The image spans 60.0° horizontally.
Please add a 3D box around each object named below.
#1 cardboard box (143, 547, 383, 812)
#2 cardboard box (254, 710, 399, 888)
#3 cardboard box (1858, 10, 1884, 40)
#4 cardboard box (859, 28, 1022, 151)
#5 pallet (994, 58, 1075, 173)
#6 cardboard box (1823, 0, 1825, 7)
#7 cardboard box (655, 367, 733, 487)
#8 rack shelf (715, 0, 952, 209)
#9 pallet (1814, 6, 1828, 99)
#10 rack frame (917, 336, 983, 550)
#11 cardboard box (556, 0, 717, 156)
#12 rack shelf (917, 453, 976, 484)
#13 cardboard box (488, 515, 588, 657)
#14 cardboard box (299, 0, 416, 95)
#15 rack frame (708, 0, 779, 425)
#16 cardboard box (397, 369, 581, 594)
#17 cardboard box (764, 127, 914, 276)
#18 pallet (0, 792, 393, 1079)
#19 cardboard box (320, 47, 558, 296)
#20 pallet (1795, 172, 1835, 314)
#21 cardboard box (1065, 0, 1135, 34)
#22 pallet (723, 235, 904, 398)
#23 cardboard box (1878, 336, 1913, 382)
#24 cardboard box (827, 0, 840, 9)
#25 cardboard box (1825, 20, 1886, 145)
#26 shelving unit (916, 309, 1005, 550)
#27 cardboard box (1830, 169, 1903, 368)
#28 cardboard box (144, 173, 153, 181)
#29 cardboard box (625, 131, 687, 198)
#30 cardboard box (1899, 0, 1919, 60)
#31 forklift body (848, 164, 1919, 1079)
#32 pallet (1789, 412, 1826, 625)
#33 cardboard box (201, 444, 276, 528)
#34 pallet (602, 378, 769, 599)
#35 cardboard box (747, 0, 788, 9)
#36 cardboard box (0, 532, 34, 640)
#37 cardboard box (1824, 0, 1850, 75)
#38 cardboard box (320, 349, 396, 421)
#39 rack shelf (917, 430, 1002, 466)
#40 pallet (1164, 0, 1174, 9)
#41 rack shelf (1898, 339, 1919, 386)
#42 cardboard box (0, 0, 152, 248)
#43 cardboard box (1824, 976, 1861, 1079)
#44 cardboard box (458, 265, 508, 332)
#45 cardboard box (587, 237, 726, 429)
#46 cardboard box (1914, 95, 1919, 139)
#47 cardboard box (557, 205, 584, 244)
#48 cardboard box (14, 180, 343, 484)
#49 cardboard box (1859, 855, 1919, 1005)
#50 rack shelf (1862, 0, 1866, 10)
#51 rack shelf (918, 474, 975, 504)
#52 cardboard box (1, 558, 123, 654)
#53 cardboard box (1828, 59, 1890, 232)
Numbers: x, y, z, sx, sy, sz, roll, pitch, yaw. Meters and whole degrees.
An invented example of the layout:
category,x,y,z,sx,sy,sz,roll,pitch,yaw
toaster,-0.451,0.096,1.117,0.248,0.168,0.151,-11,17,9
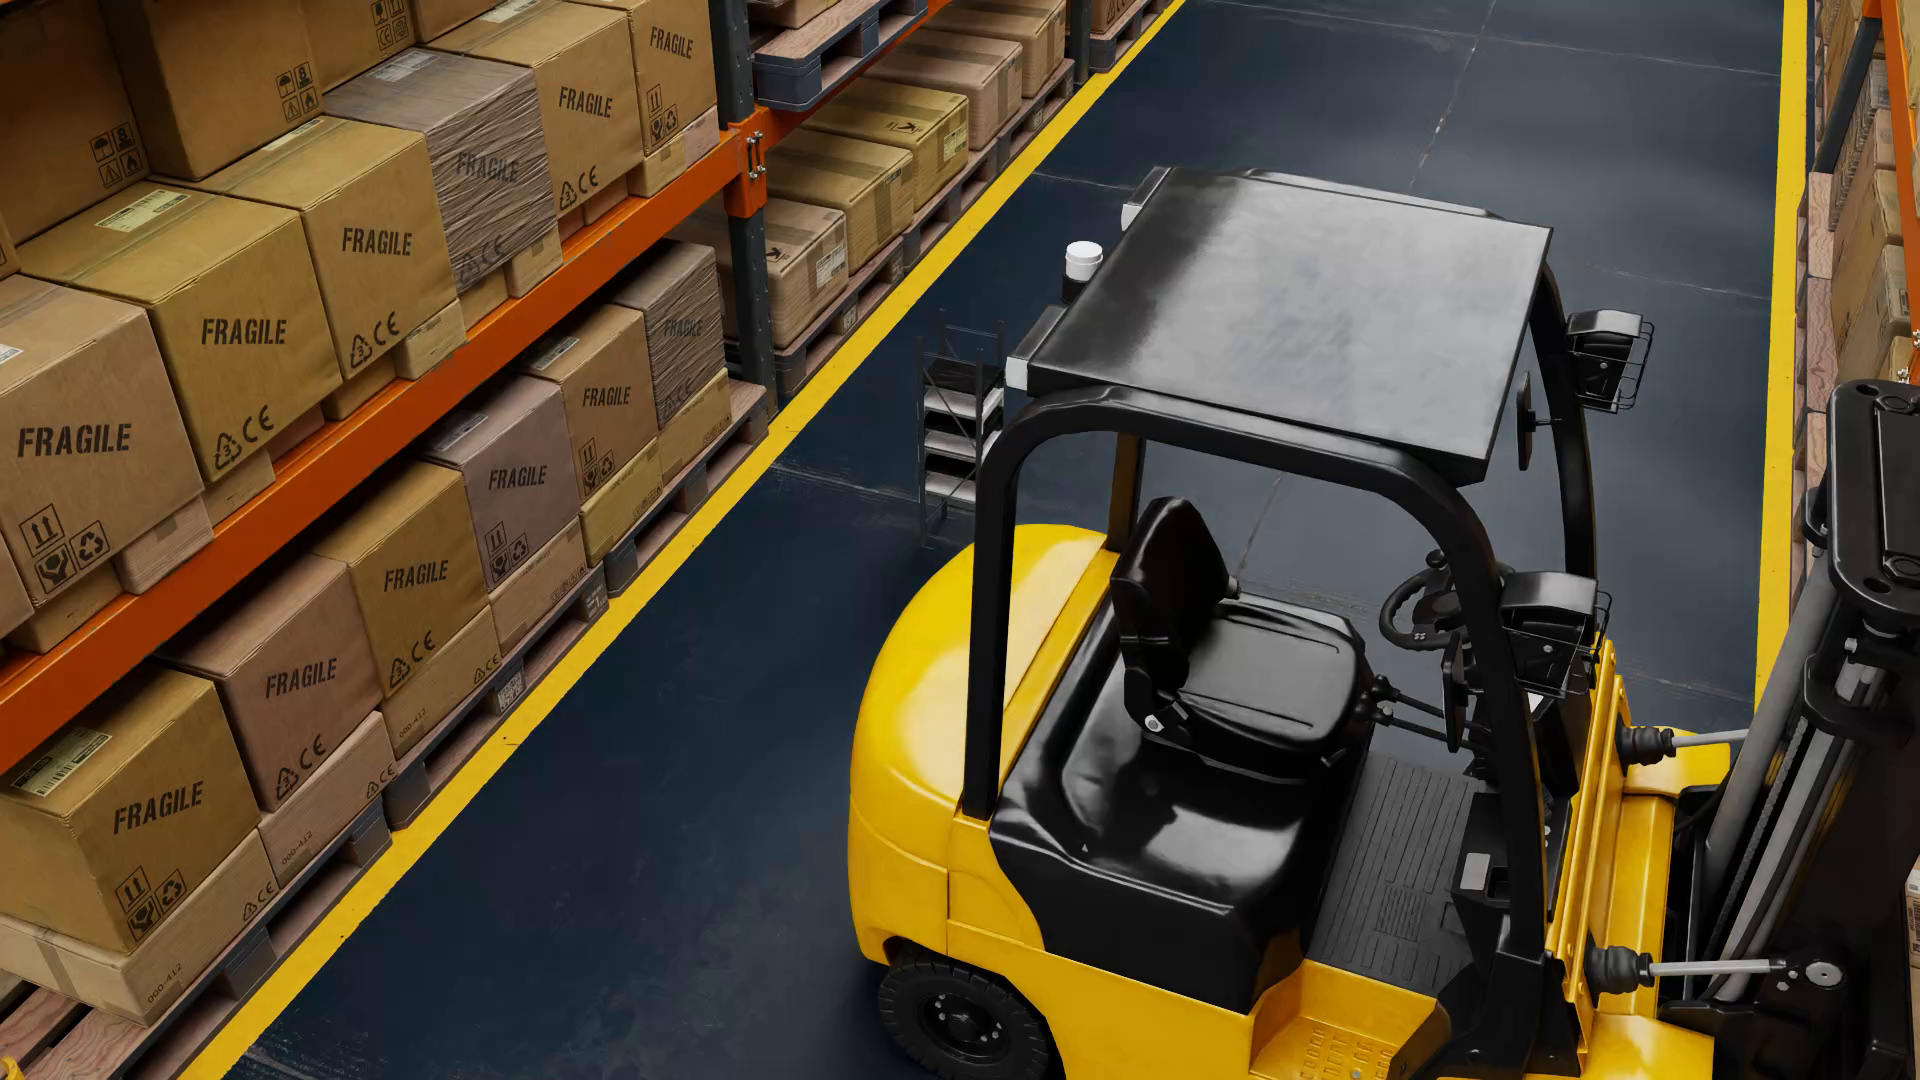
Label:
category,x,y,z,sx,sy,sz,roll,pitch,yaw
cardboard box,-1.999,0.349,4.597,0.500,0.500,0.500,12,39,16
cardboard box,-2.001,0.672,4.791,0.500,0.250,0.500,15,39,19
cardboard box,4.824,-2.655,8.492,0.380,0.149,0.250,12,38,16
cardboard box,-0.219,-2.420,8.827,0.950,0.372,0.625,13,39,17
pallet,-0.020,-2.476,9.387,1.003,0.211,1.213,14,39,18
cardboard box,5.613,-3.490,10.150,0.500,0.500,0.500,13,39,16
cardboard box,-1.219,-0.489,6.345,0.500,0.250,0.500,16,40,20
rack shelf,-0.482,-2.630,7.864,1.077,0.370,4.000,14,39,18
pallet,5.655,-2.858,9.897,1.003,0.211,1.213,14,39,18
rack frame,-0.036,-0.309,5.911,0.240,0.900,0.006,14,39,18
cardboard box,-1.182,-1.667,5.643,0.500,0.500,0.500,13,39,17
rack shelf,0.003,-0.266,6.060,0.258,0.077,0.200,14,39,18
cardboard box,-1.611,0.088,5.572,0.500,0.250,0.500,14,39,18
cardboard box,-2.042,-1.627,4.754,0.700,0.500,0.500,13,39,17
rack frame,-1.243,-1.811,6.167,1.000,3.000,0.127,14,39,18
cardboard box,-1.605,-0.225,5.365,0.500,0.500,0.500,16,40,20
cardboard box,-0.775,-1.616,7.751,0.950,0.372,0.625,16,40,21
pallet,-2.394,1.037,4.686,1.003,0.211,1.213,14,39,18
cardboard box,-1.565,-1.093,4.874,0.500,0.500,0.500,15,39,19
pallet,4.521,-1.333,7.857,1.003,0.211,1.213,14,39,18
cardboard box,0.619,-3.706,10.127,0.875,0.875,0.875,14,39,17
pallet,-0.948,-1.125,7.579,1.003,0.211,1.213,14,39,18
cardboard box,3.537,-0.191,5.632,0.875,0.625,0.625,16,40,20
cardboard box,-0.637,-2.249,6.612,0.380,0.149,0.250,15,39,19
cardboard box,4.833,-2.347,8.622,0.500,0.500,0.500,15,39,19
shelving unit,0.003,-0.365,5.987,0.258,0.900,0.210,14,39,18
cardboard box,4.123,-1.035,6.762,0.875,0.625,0.625,12,38,16
cardboard box,-2.215,-0.947,4.680,0.500,0.500,0.500,14,39,18
cardboard box,-1.172,-1.323,5.725,0.380,0.149,0.250,15,39,19
cardboard box,4.090,-2.083,6.656,0.500,0.250,0.500,13,39,16
forklift body,0.861,0.407,3.909,2.313,2.155,1.214,14,39,18
pallet,3.593,0.018,6.050,1.003,0.211,1.213,14,39,18
cardboard box,-1.979,-0.189,4.207,0.380,0.149,0.250,15,39,19
pallet,-1.466,-0.314,6.494,1.003,0.211,1.213,14,39,18
cardboard box,-0.799,-2.332,6.182,0.500,0.500,0.500,15,39,19
cardboard box,-2.328,0.046,3.352,0.500,0.500,0.500,13,39,17
cardboard box,5.230,-2.912,9.378,0.500,0.500,0.500,16,39,20
cardboard box,-1.806,-0.488,4.607,0.380,0.149,0.250,13,39,17
rack shelf,0.003,-0.338,6.007,0.258,0.077,0.200,14,39,18
pallet,1.114,-4.001,11.427,1.003,0.211,1.213,14,39,18
rack shelf,2.588,0.713,3.391,1.077,0.370,4.000,14,39,18
cardboard box,-2.474,-1.073,4.013,0.700,0.500,0.500,13,39,17
cardboard box,2.294,1.083,3.824,0.500,0.250,0.500,14,39,18
cardboard box,-1.592,-0.765,4.977,0.380,0.149,0.250,13,39,17
cardboard box,-1.220,-0.789,6.120,0.500,0.500,0.500,13,39,17
cardboard box,3.702,-1.508,5.888,0.500,0.250,0.500,14,39,18
cardboard box,-1.451,-1.062,5.375,0.380,0.149,0.250,13,39,17
cardboard box,-1.941,-0.524,4.114,0.500,0.500,0.500,13,39,17
cardboard box,2.285,0.895,3.658,0.500,0.250,0.500,13,39,17
rack shelf,5.632,-3.716,9.317,1.077,0.370,4.000,14,39,18
rack shelf,0.003,-0.194,6.114,0.258,0.077,0.200,14,39,18
cardboard box,-2.185,0.092,3.831,0.380,0.149,0.250,13,39,16
cardboard box,4.621,-1.772,7.748,0.875,0.625,0.625,15,39,19
